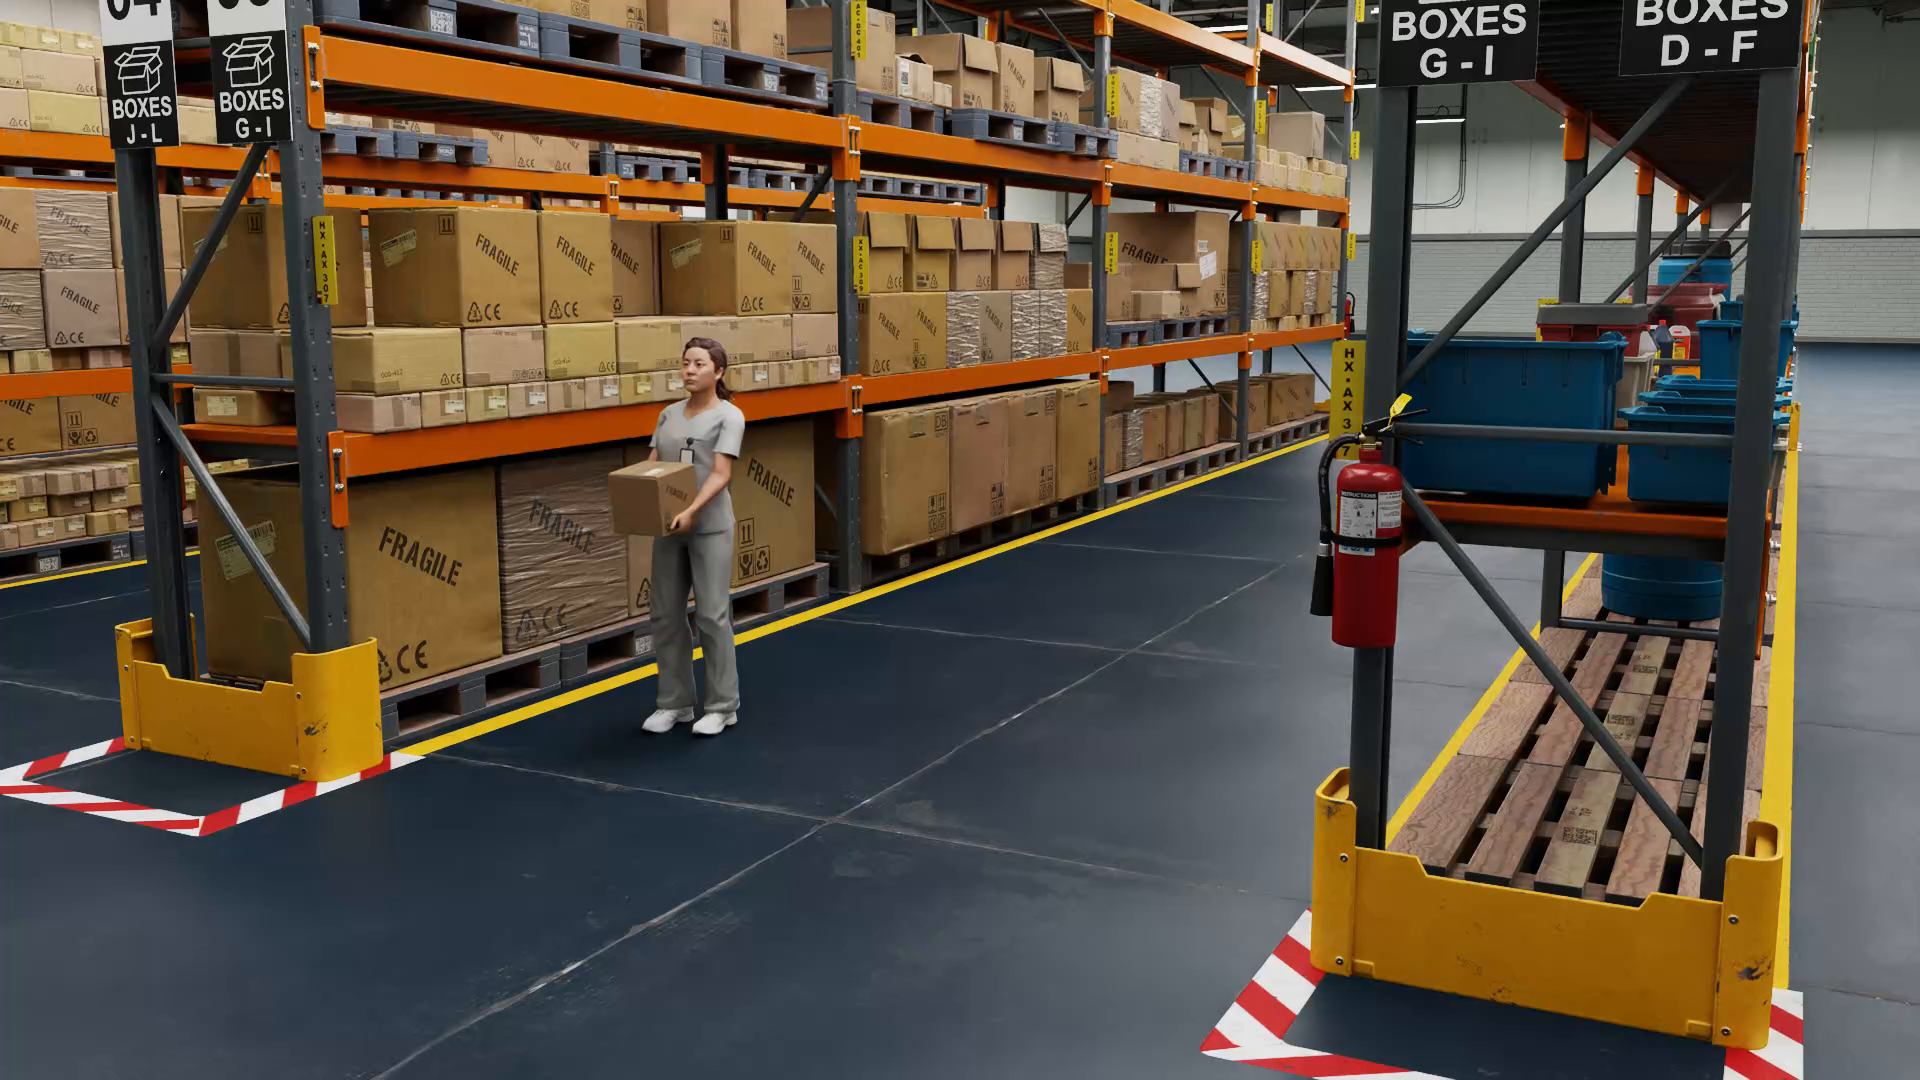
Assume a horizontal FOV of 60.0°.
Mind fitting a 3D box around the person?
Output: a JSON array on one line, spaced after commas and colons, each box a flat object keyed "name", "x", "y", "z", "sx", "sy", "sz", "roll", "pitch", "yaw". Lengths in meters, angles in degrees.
[{"name": "person", "x": -1.149, "y": -0.014, "z": 7.000, "sx": 0.437, "sy": 1.662, "sz": 0.555, "roll": 5, "pitch": 10, "yaw": 27}]
